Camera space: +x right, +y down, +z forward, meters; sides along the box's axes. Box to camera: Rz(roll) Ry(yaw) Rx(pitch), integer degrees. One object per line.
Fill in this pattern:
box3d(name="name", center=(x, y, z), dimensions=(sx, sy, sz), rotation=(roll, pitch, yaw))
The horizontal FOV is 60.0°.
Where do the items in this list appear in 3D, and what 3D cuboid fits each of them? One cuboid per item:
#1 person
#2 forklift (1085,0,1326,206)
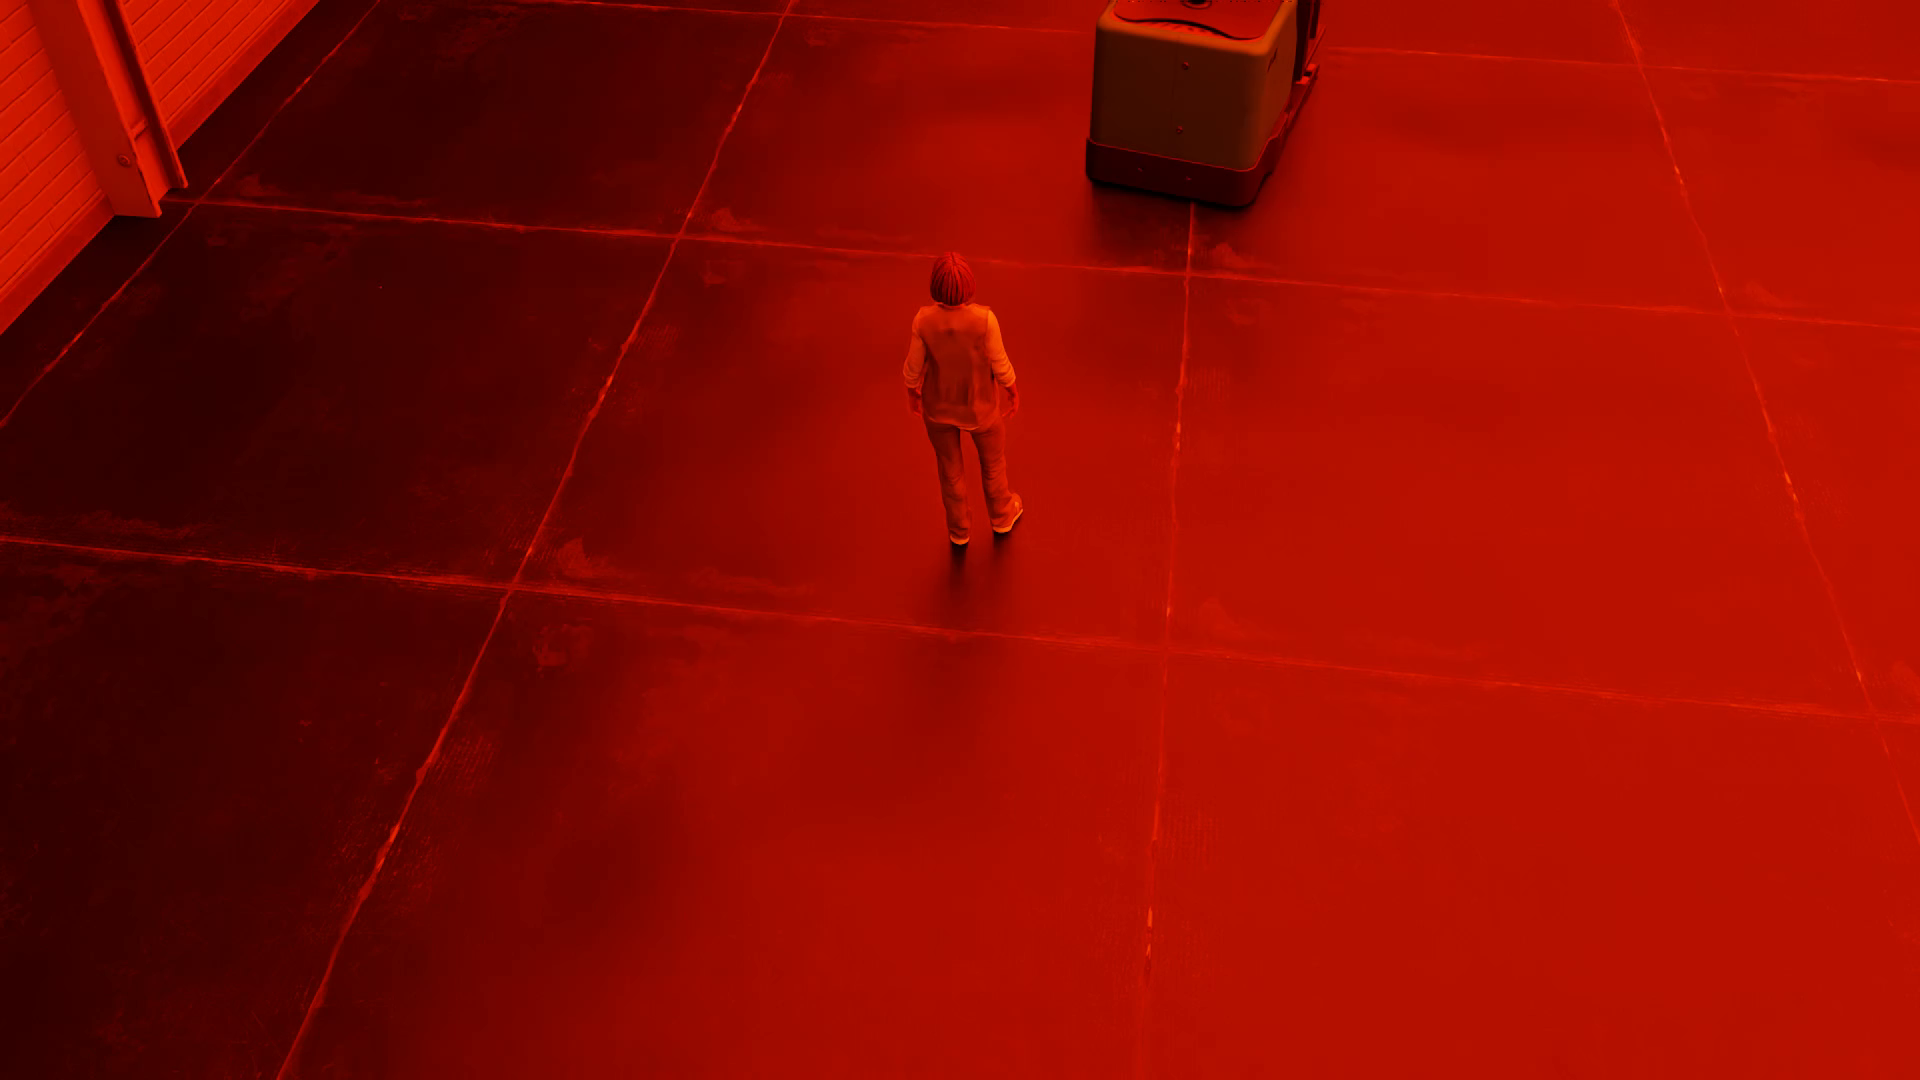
box3d(name="person", center=(0.024, -0.642, 7.398), dimensions=(0.520, 1.597, 0.475), rotation=(5, 43, 6))
box3d(name="forklift", center=(1.774, -4.087, 10.173), dimensions=(1.130, 2.935, 3.031), rotation=(15, 45, 15))
